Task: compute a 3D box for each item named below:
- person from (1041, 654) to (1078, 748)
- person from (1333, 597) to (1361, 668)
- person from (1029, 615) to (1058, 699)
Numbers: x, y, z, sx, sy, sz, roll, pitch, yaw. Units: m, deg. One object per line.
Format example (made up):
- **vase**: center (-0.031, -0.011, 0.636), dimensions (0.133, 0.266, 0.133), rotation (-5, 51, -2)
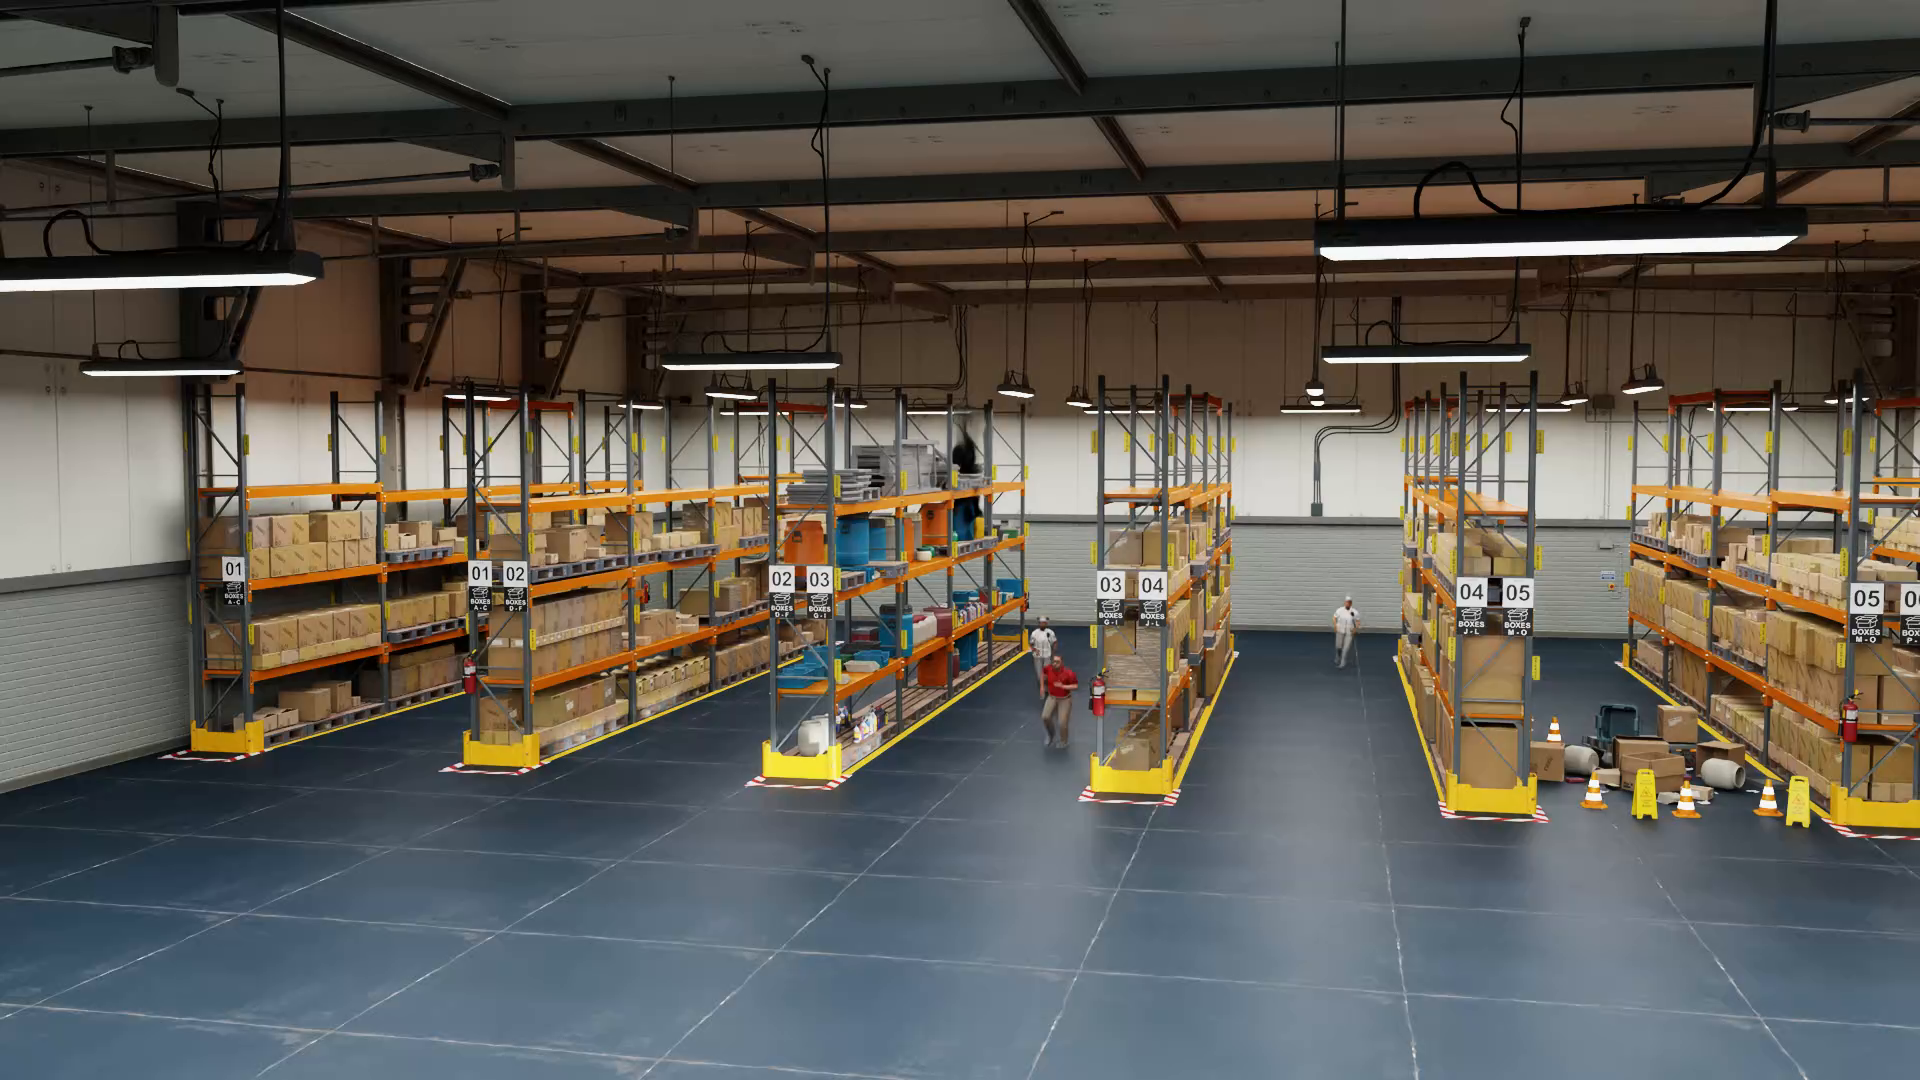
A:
- **person**: center (1.600, 2.658, 27.396), dimensions (0.702, 1.623, 0.820), rotation (1, 3, 19)
- **person**: center (8.675, 2.077, 37.313), dimensions (0.609, 1.604, 0.521), rotation (1, 3, 15)
- **person**: center (1.641, 2.308, 32.716), dimensions (0.570, 1.661, 0.554), rotation (0, 3, 4)
